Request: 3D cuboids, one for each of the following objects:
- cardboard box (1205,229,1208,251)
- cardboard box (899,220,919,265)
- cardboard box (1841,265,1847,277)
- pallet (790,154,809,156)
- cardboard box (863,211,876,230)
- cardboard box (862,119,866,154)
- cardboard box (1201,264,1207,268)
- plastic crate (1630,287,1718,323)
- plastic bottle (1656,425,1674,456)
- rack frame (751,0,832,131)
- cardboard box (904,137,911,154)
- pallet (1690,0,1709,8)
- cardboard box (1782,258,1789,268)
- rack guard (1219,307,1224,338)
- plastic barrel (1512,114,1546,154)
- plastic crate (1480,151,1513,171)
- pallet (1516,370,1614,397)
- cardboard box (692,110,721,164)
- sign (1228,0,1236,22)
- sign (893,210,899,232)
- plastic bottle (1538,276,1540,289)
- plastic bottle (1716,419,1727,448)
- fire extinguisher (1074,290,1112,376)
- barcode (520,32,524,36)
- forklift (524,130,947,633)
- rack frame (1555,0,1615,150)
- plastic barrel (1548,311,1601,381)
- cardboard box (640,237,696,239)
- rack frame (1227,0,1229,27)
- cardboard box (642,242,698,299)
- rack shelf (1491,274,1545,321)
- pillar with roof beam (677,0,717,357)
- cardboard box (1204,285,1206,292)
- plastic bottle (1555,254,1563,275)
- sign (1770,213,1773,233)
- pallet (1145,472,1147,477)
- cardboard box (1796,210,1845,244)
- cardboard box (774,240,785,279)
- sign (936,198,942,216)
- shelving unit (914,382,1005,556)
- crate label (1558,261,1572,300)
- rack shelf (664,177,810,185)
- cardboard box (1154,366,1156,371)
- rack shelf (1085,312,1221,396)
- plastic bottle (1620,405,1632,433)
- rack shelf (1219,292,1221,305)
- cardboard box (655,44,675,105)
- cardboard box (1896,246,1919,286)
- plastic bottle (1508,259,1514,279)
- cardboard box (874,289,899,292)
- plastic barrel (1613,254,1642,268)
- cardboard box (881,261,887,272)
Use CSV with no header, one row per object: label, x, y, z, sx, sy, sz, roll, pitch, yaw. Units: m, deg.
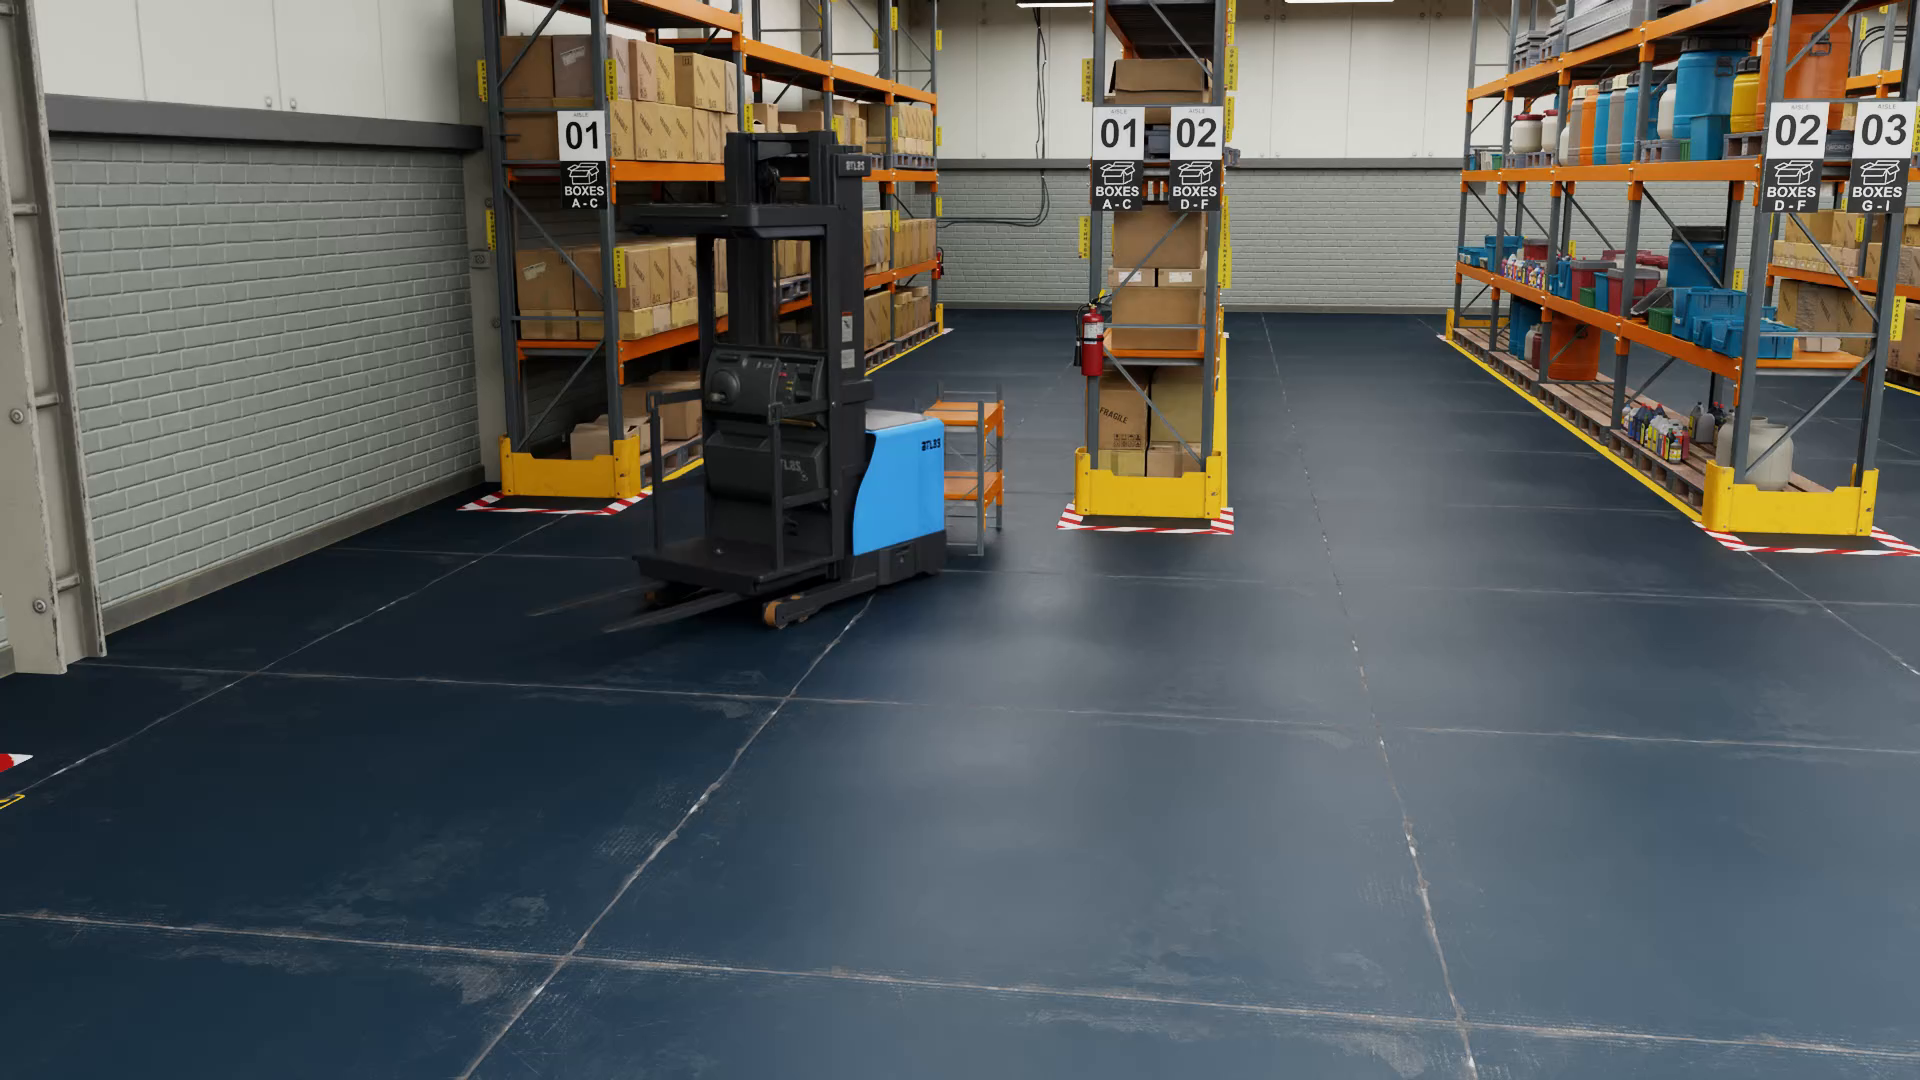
cardboard box,3.075,-3.933,22.387,0.700,0.500,0.500,4,13,19
cardboard box,-1.201,-4.914,27.465,0.980,0.700,0.700,1,12,6
cardboard box,12.925,-3.875,23.952,0.380,0.149,0.250,2,12,10
pallet,-2.394,-4.402,19.125,1.213,0.211,1.003,2,12,9
cardboard box,-1.506,-4.605,23.969,0.500,0.250,0.500,2,12,10
cardboard box,-1.764,-5.902,24.360,0.700,0.500,0.500,1,12,6
cardboard box,1.880,-2.242,13.998,0.380,0.149,0.250,2,12,9
plastic crate,6.832,-2.230,15.870,0.767,0.338,0.504,2,12,9
plastic bottle,6.360,-0.893,14.940,0.152,0.276,0.135,2,12,7
rack frame,-2.136,-6.452,21.071,1.000,3.000,0.127,2,12,9
cardboard box,-1.061,-6.240,26.329,0.500,0.250,0.500,2,12,7
pallet,6.754,-4.583,13.797,1.003,0.211,1.213,2,12,9
cardboard box,13.320,-4.410,26.434,0.380,0.149,0.250,2,12,7
rack guard,3.978,-3.787,28.879,1.175,0.500,0.348,2,12,9
plastic barrel,7.940,-5.667,23.232,0.433,0.535,0.433,0,12,0
plastic crate,8.238,-5.821,25.543,0.437,0.282,0.530,2,12,9
pallet,7.734,-2.000,21.275,1.003,0.211,1.213,2,12,9
cardboard box,-2.675,-3.993,16.499,0.500,0.500,0.500,1,12,4
sign,3.924,-7.642,24.000,0.100,0.325,0.005,2,12,9
sign,-0.983,-4.864,25.381,0.100,0.325,0.005,2,12,9
plastic bottle,7.365,-3.271,21.021,0.097,0.201,0.097,0,12,0
plastic bottle,7.011,-0.972,15.286,0.061,0.283,0.133,2,12,9
fire extinguisher,1.052,-1.647,13.198,0.296,0.674,0.183,2,12,9
barcode,-3.751,-4.315,14.241,0.001,0.075,0.075,2,12,9
forklift,-1.345,-1.013,10.235,1.130,2.935,3.031,8,15,34
rack frame,7.654,-6.131,19.581,1.000,3.000,0.127,2,12,9
plastic barrel,7.712,-2.445,20.873,0.600,0.830,0.708,2,12,9
cardboard box,-3.029,-2.898,17.351,0.500,0.500,0.500,2,12,7
rack frame,3.990,-7.957,28.057,1.000,3.000,0.127,2,12,9
cardboard box,-2.756,-2.564,15.800,0.500,0.500,0.500,2,12,10
rack shelf,7.961,-3.263,22.221,1.077,0.370,4.000,2,12,9
pillar with roof beam,1.064,-6.070,19.298,9.100,9.000,0.400,2,12,9
cardboard box,2.894,-3.040,20.078,0.380,0.149,0.250,2,12,9
plastic bottle,8.280,-3.771,22.988,0.144,0.351,0.185,2,12,9
sign,13.230,-5.184,27.186,0.100,0.325,0.005,2,12,9
pallet,1.606,-0.492,14.273,1.003,0.211,1.213,2,12,9
cardboard box,13.287,-4.838,25.694,0.500,0.500,0.500,2,12,7
cardboard box,-2.475,-3.309,19.448,0.700,0.500,0.500,4,13,16
sign,-0.371,-5.846,29.188,0.100,0.325,0.005,2,12,9
shelving unit,0.001,-0.551,12.381,0.538,1.125,1.048,2,12,9
crate label,7.233,-3.017,19.291,0.502,0.435,0.616,2,12,9
rack shelf,-2.443,-4.217,19.531,1.077,0.370,4.000,2,12,9
cardboard box,1.610,-1.460,15.898,0.500,0.500,0.500,2,12,9
rack shelf,1.837,-1.759,15.242,1.077,0.370,4.000,2,12,9
plastic bottle,6.556,-1.195,16.349,0.097,0.271,0.097,0,12,0
rack shelf,3.067,-3.424,22.969,1.077,0.370,4.000,2,12,9
cardboard box,-2.872,-4.150,14.851,0.500,0.500,0.500,2,12,10
cardboard box,12.691,-3.623,21.946,0.500,0.500,0.500,2,12,7
plastic bottle,7.720,-3.784,23.239,0.097,0.271,0.097,0,12,0
cardboard box,-1.247,-4.158,28.064,0.380,0.149,0.250,2,12,9
plastic barrel,7.706,-3.032,19.176,0.421,0.512,0.421,0,12,0
cardboard box,-1.308,-4.106,24.974,0.380,0.149,0.250,2,12,10
